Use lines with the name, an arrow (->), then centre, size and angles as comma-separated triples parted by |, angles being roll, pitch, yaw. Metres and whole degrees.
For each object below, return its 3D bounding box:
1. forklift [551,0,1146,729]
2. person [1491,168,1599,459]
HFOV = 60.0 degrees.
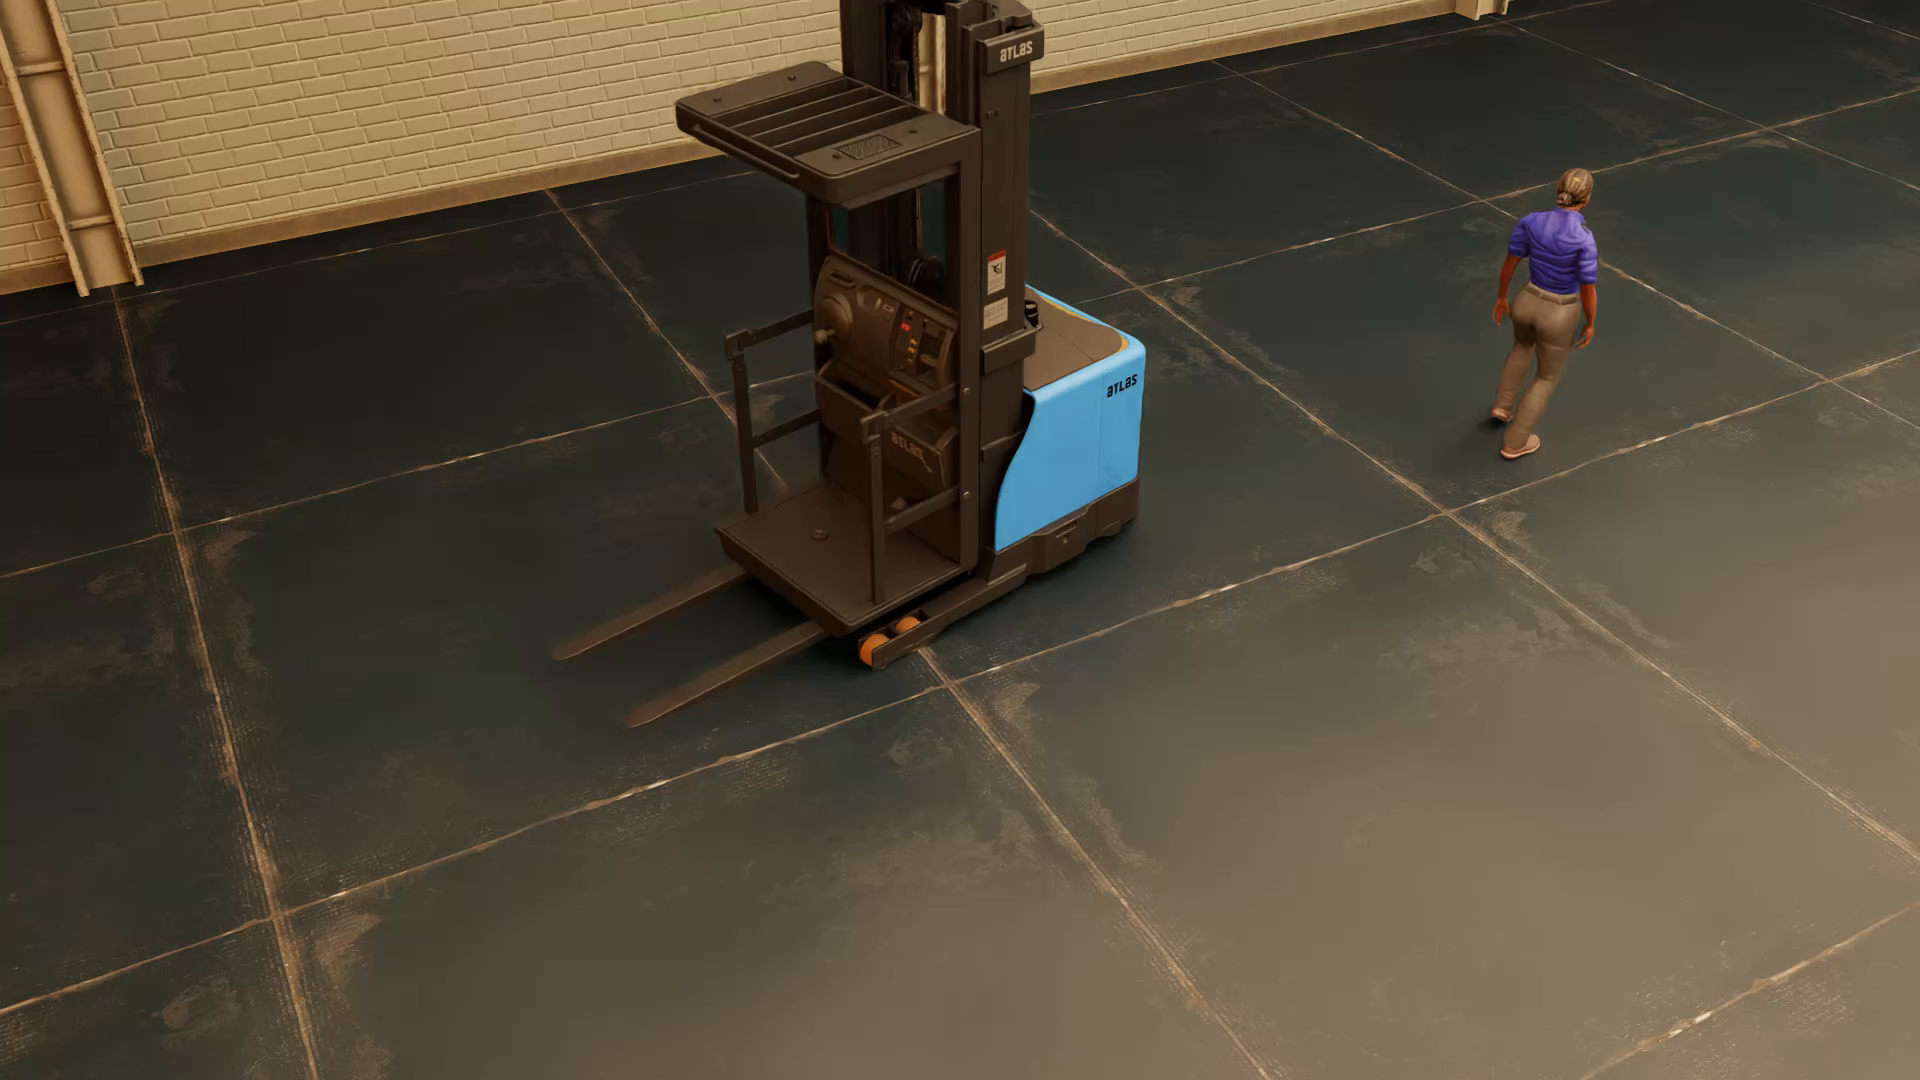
forklift -> -0.505, -0.931, 7.441 | 3.031, 2.935, 1.130 | -27, 43, -33
person -> 3.182, -1.211, 9.020 | 0.484, 1.705, 0.552 | -25, 42, -31
